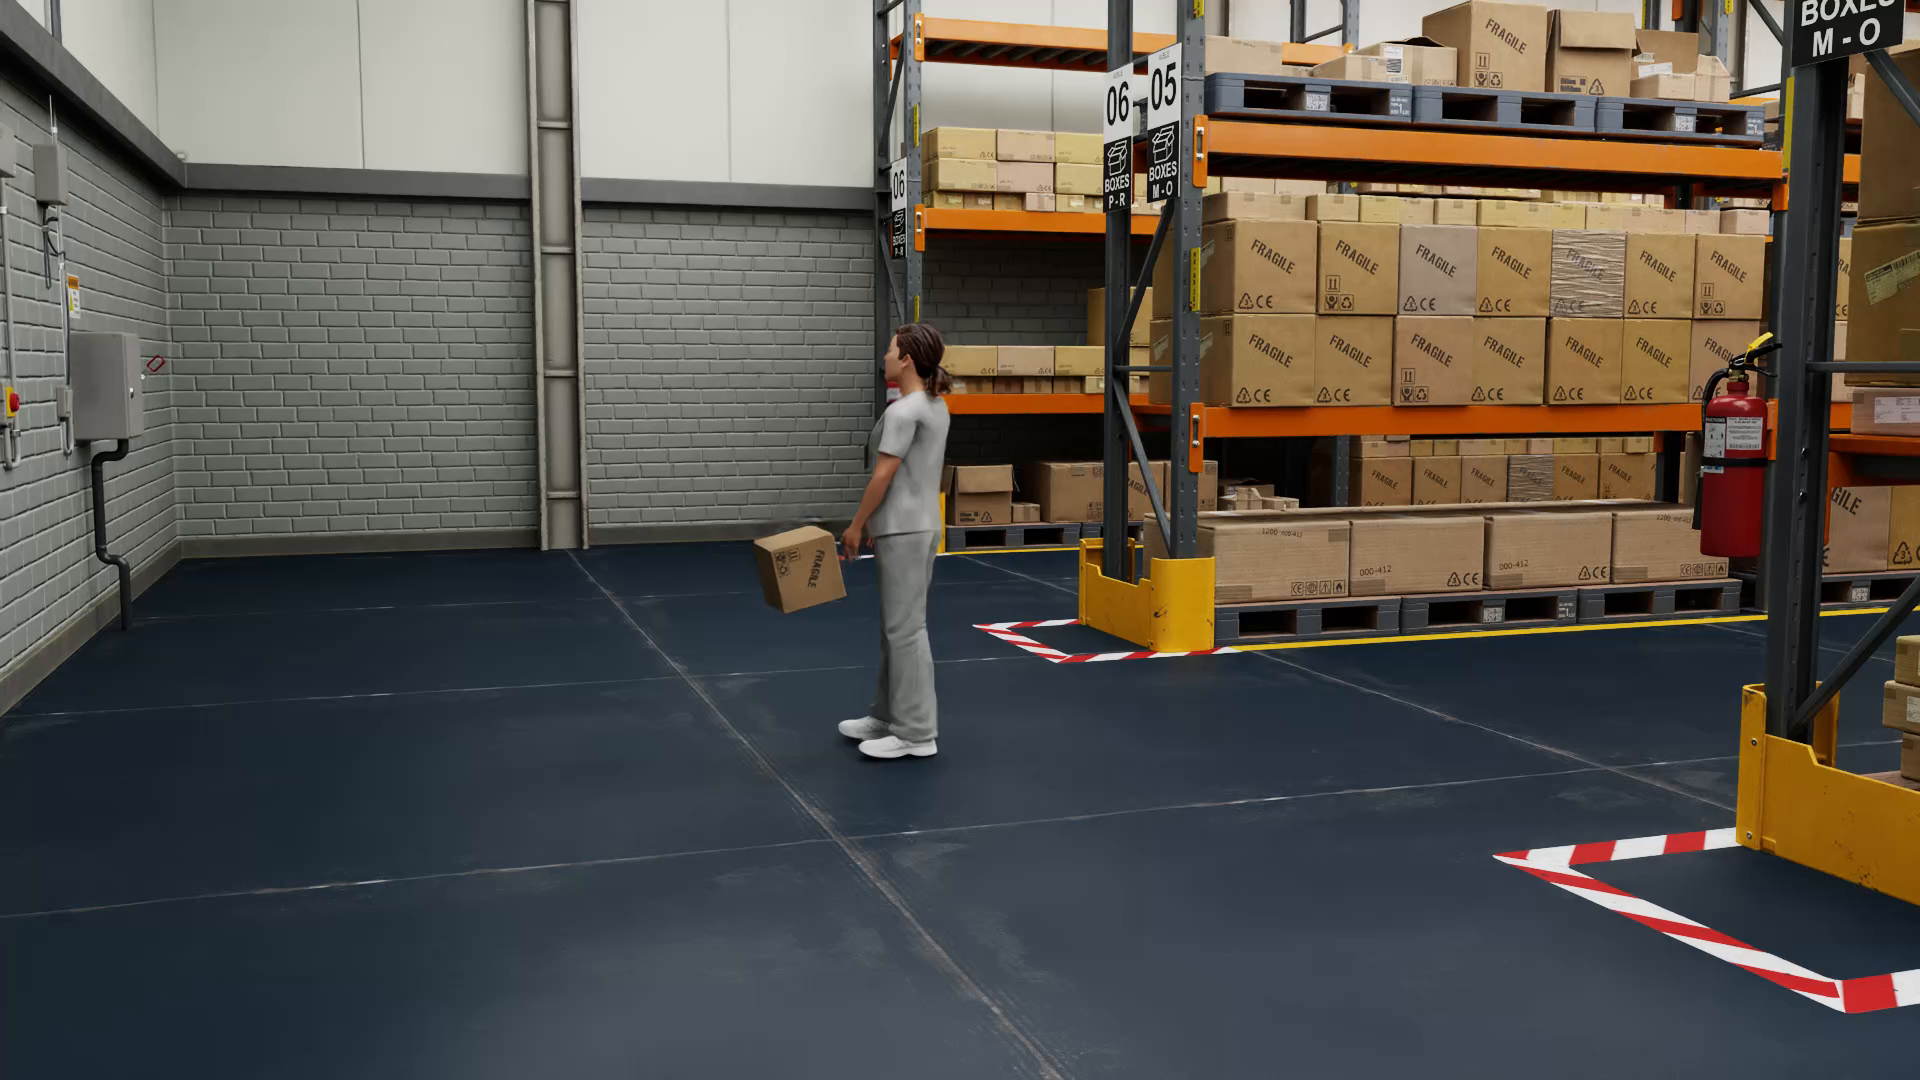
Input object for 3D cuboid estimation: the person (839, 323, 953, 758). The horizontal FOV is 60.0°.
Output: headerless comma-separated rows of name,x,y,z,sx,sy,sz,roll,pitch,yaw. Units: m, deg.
person,-0.279,-0.001,6.480,0.540,1.668,0.482,2,6,16
